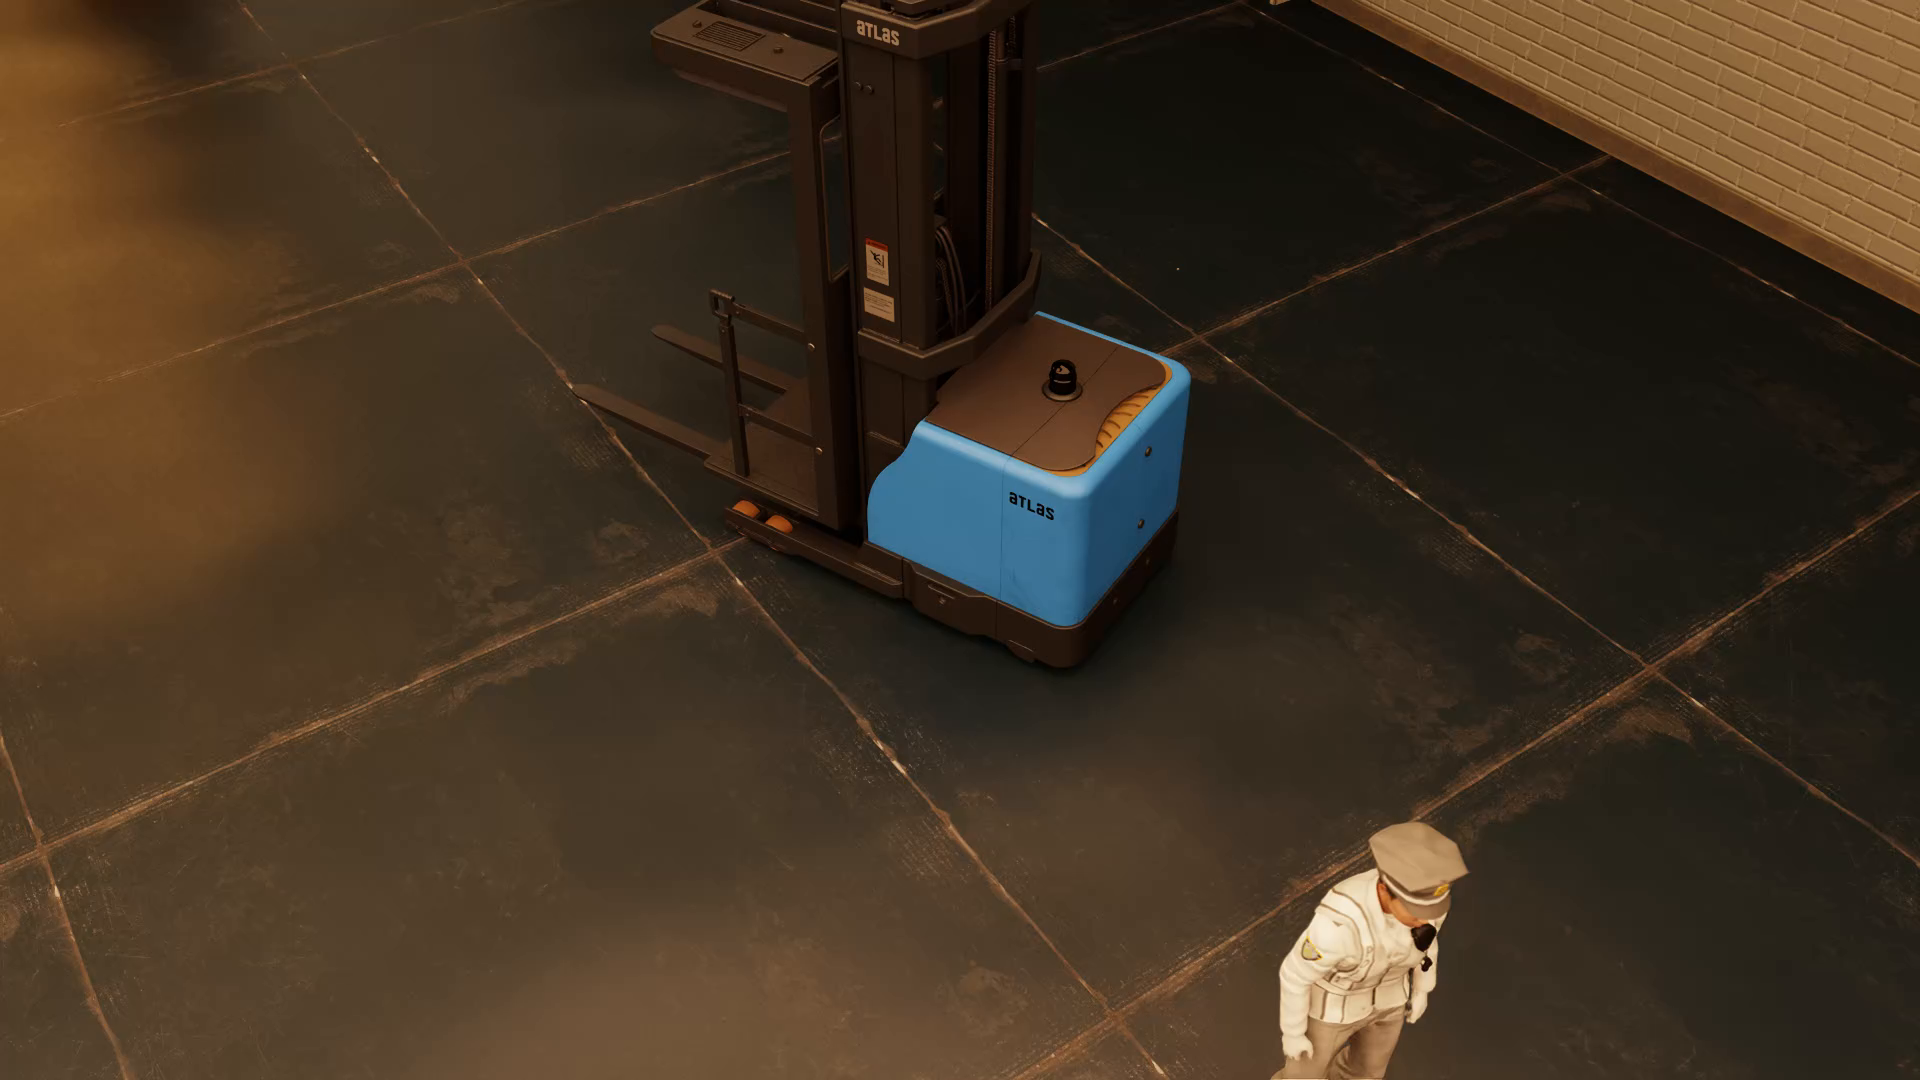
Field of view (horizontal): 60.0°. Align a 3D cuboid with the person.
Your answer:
[{"bbox_3d":[1.212,1.425,5.106,0.529,1.664,0.375,-14,45,-15],"label":"person"}]

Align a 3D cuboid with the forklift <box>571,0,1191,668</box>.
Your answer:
[{"bbox_3d":[-0.511,-1.302,7.129,3.031,2.935,1.130,24,48,24],"label":"forklift"}]
